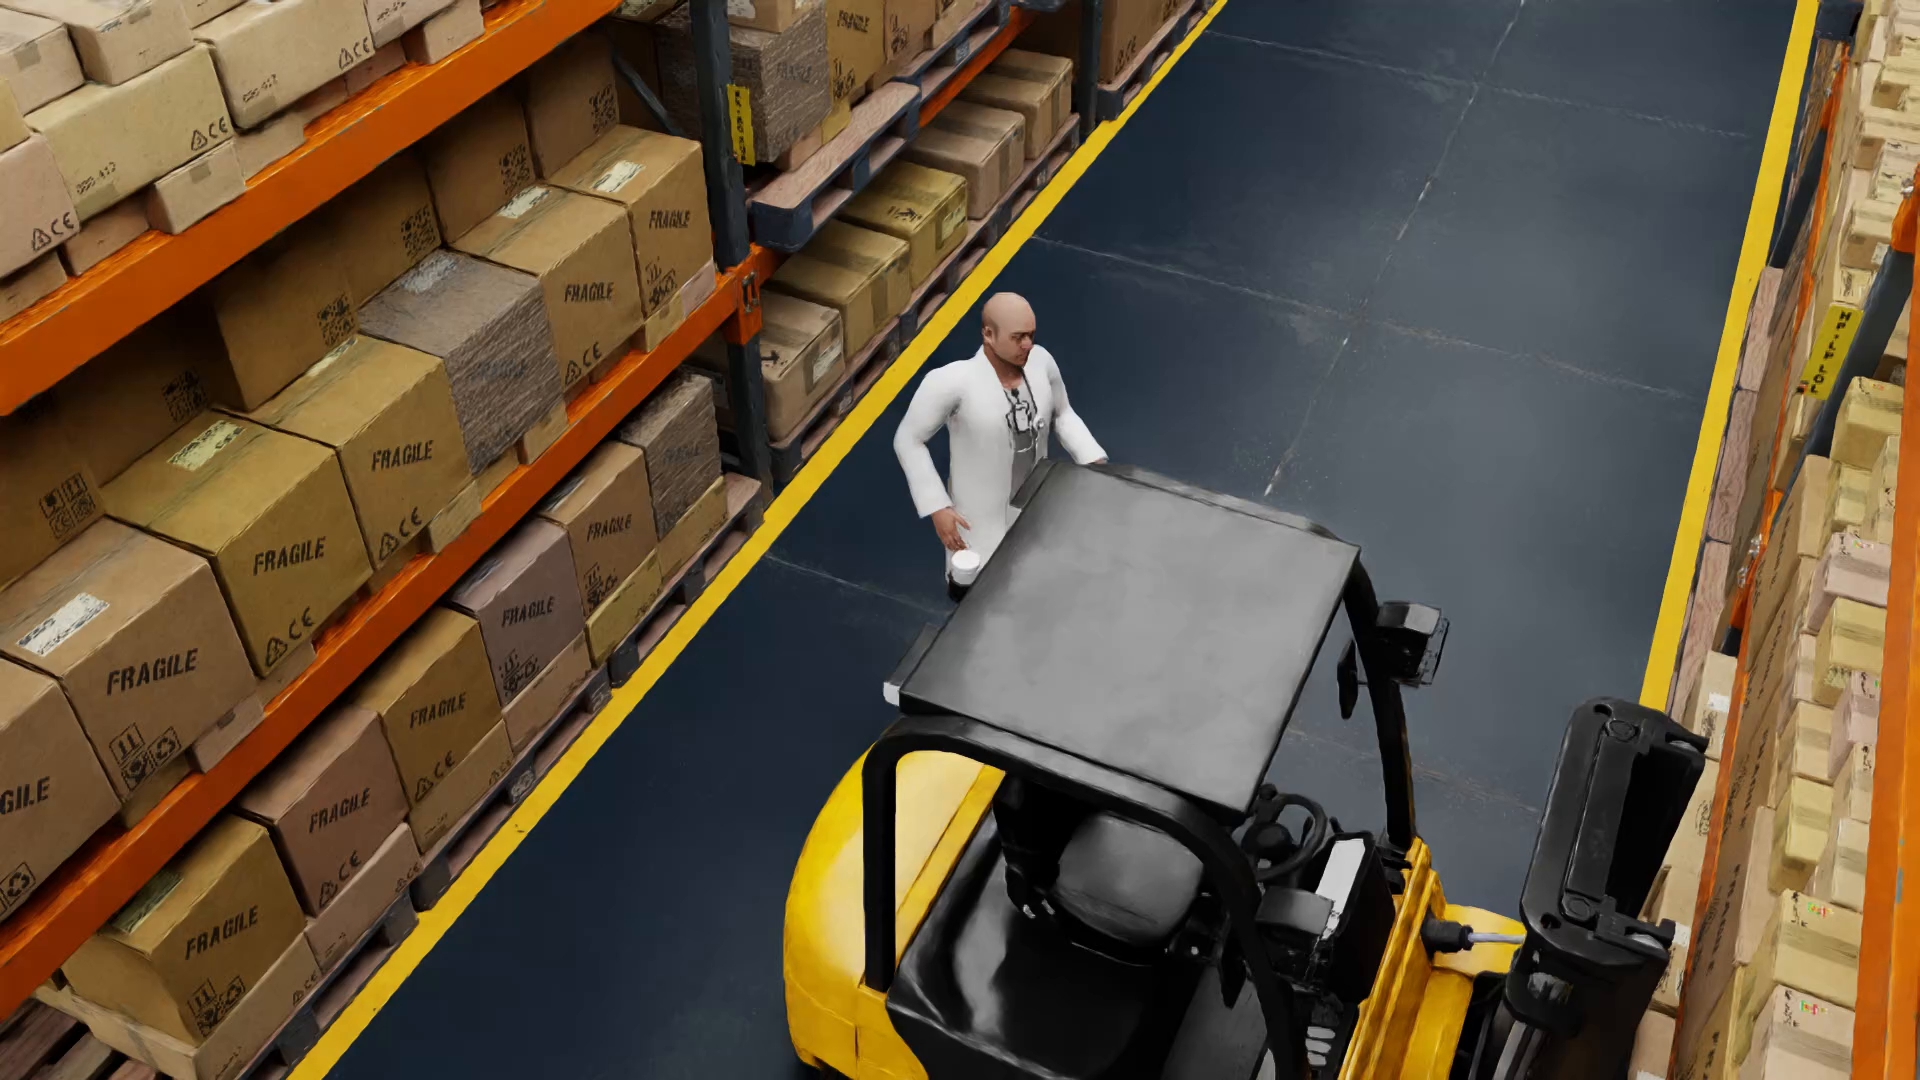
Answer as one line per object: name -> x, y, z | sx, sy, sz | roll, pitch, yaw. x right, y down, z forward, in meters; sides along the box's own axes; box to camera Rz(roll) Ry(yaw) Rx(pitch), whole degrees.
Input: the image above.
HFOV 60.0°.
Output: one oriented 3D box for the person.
person -> 0.220, -0.033, 6.220 | 0.759, 1.799, 0.844 | -26, 48, -27
